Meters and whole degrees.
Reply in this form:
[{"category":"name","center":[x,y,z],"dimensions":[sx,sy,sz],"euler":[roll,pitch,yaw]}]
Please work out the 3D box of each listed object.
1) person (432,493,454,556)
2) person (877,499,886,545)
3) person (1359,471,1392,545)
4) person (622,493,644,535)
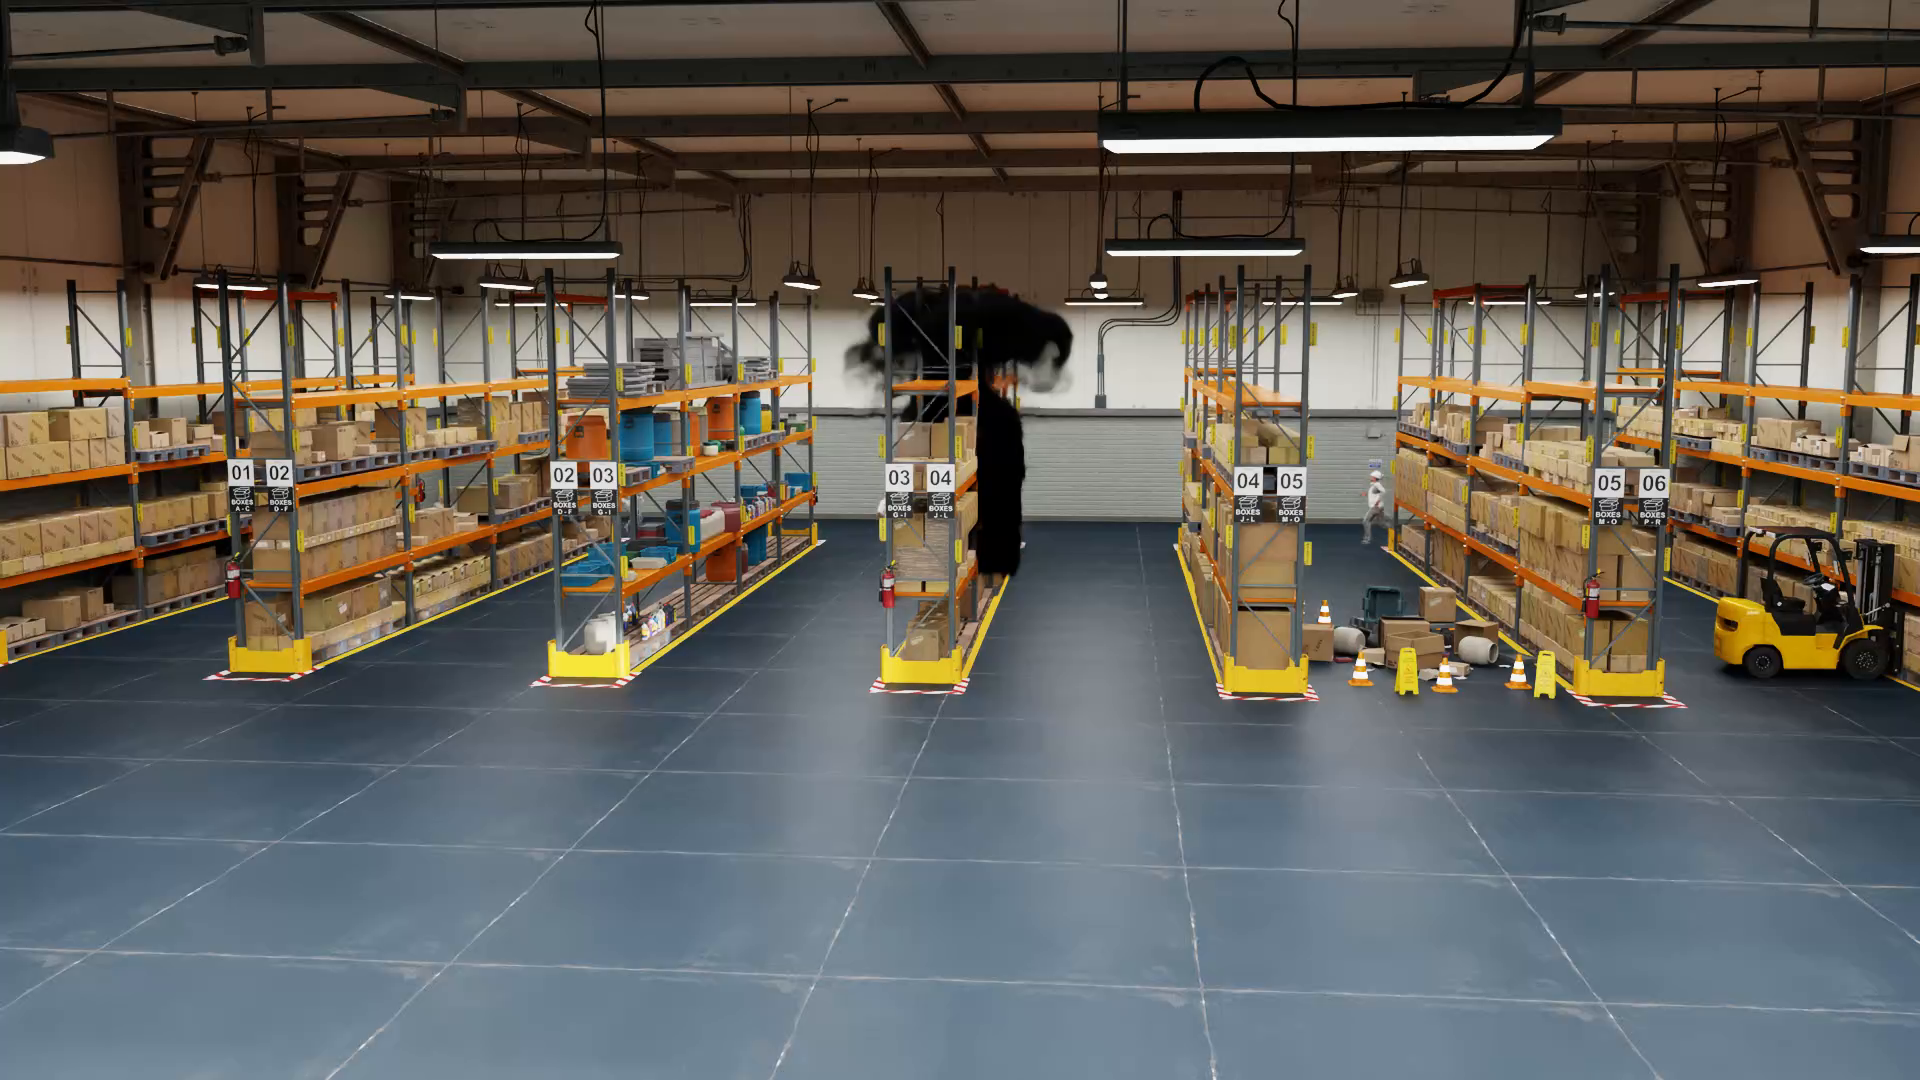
[{"category":"person","center":[-11.290,-0.283,36.325],"dimensions":[0.545,1.599,0.736],"euler":[-1,7,-5]},{"category":"person","center":[-1.357,-0.270,34.165],"dimensions":[0.712,1.732,0.802],"euler":[1,7,6]},{"category":"person","center":[10.132,-0.762,40.259],"dimensions":[0.907,1.821,0.666],"euler":[2,7,19]},{"category":"person","center":[-8.228,-0.861,41.761],"dimensions":[0.508,1.627,0.624],"euler":[4,8,31]}]
